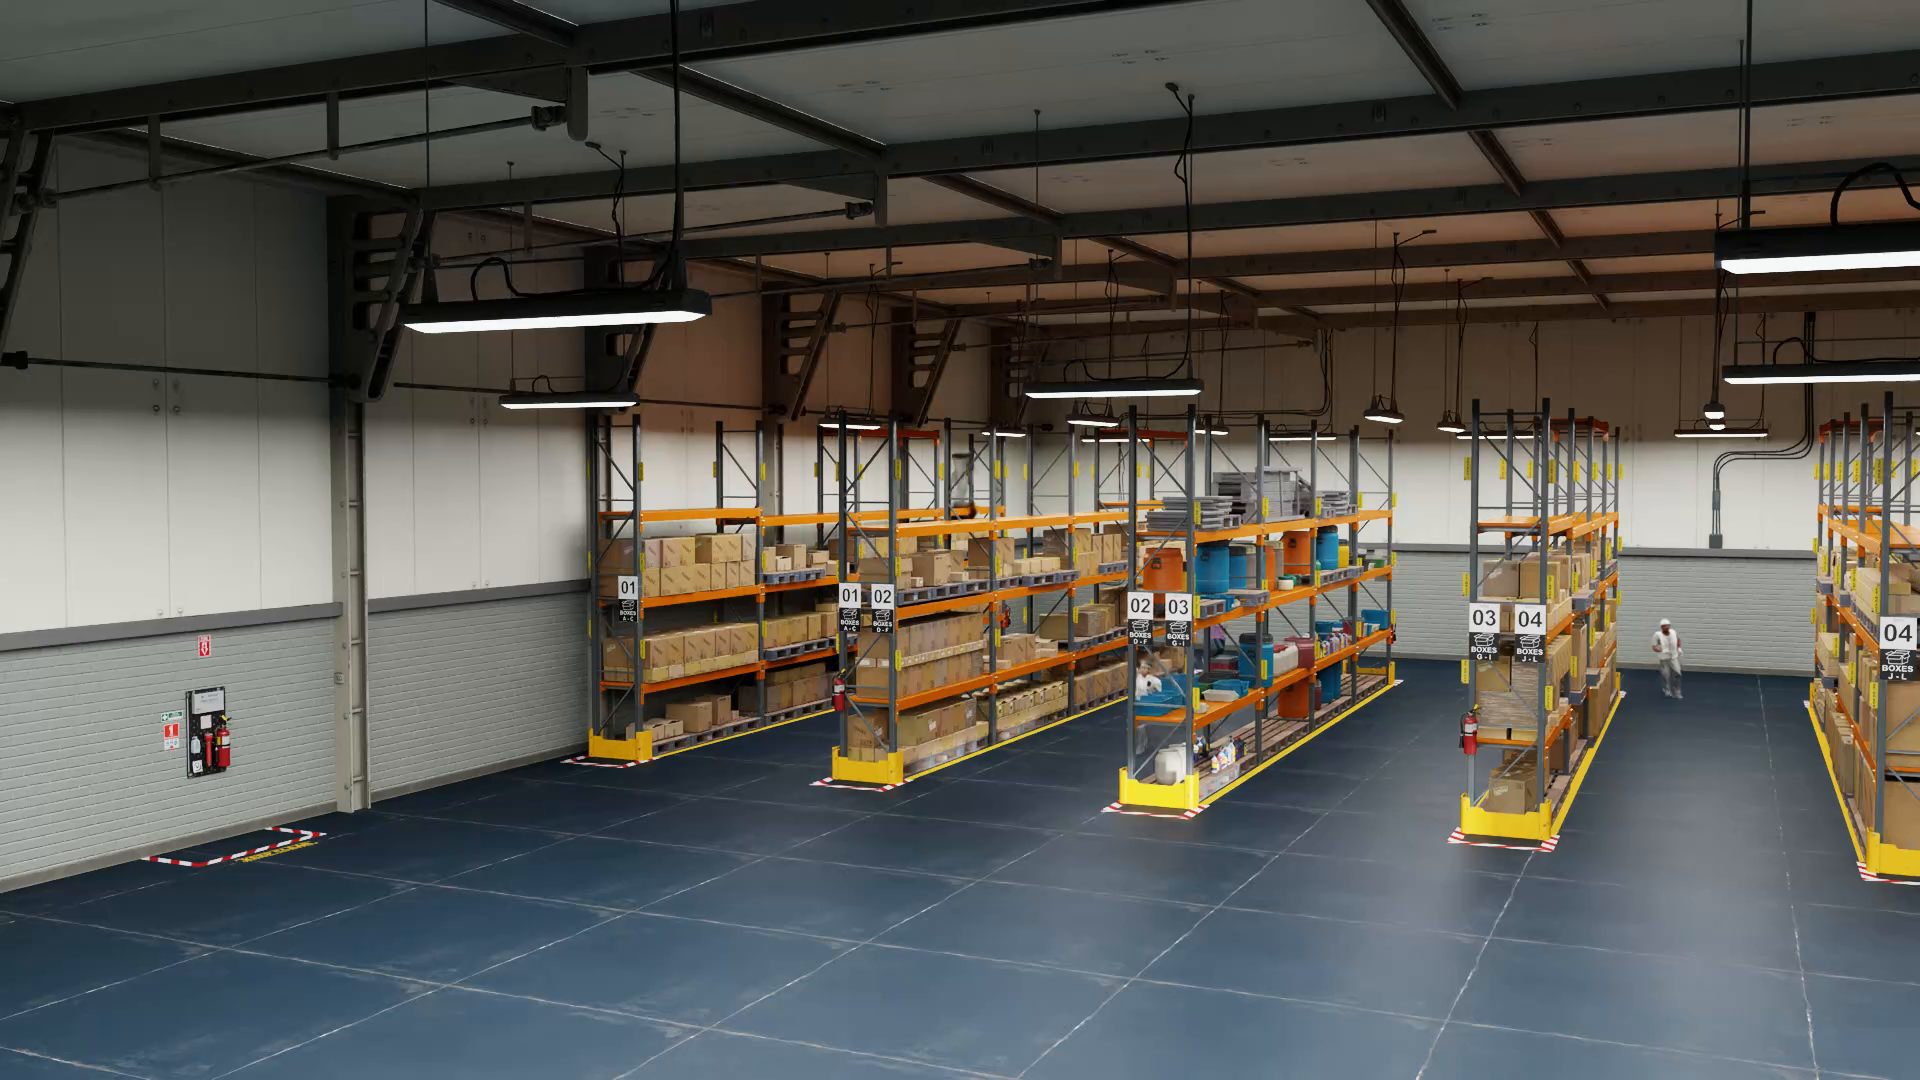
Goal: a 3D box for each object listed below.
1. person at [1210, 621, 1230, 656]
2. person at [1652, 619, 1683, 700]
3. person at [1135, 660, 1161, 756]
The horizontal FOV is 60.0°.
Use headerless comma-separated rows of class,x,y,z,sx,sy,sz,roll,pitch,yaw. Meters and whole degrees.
person,6.476,2.486,41.549,0.536,1.592,0.794,-1,3,-23
person,15.577,2.628,36.646,0.688,1.790,0.732,0,2,6
person,3.246,2.967,29.329,0.615,1.717,0.677,2,3,39
